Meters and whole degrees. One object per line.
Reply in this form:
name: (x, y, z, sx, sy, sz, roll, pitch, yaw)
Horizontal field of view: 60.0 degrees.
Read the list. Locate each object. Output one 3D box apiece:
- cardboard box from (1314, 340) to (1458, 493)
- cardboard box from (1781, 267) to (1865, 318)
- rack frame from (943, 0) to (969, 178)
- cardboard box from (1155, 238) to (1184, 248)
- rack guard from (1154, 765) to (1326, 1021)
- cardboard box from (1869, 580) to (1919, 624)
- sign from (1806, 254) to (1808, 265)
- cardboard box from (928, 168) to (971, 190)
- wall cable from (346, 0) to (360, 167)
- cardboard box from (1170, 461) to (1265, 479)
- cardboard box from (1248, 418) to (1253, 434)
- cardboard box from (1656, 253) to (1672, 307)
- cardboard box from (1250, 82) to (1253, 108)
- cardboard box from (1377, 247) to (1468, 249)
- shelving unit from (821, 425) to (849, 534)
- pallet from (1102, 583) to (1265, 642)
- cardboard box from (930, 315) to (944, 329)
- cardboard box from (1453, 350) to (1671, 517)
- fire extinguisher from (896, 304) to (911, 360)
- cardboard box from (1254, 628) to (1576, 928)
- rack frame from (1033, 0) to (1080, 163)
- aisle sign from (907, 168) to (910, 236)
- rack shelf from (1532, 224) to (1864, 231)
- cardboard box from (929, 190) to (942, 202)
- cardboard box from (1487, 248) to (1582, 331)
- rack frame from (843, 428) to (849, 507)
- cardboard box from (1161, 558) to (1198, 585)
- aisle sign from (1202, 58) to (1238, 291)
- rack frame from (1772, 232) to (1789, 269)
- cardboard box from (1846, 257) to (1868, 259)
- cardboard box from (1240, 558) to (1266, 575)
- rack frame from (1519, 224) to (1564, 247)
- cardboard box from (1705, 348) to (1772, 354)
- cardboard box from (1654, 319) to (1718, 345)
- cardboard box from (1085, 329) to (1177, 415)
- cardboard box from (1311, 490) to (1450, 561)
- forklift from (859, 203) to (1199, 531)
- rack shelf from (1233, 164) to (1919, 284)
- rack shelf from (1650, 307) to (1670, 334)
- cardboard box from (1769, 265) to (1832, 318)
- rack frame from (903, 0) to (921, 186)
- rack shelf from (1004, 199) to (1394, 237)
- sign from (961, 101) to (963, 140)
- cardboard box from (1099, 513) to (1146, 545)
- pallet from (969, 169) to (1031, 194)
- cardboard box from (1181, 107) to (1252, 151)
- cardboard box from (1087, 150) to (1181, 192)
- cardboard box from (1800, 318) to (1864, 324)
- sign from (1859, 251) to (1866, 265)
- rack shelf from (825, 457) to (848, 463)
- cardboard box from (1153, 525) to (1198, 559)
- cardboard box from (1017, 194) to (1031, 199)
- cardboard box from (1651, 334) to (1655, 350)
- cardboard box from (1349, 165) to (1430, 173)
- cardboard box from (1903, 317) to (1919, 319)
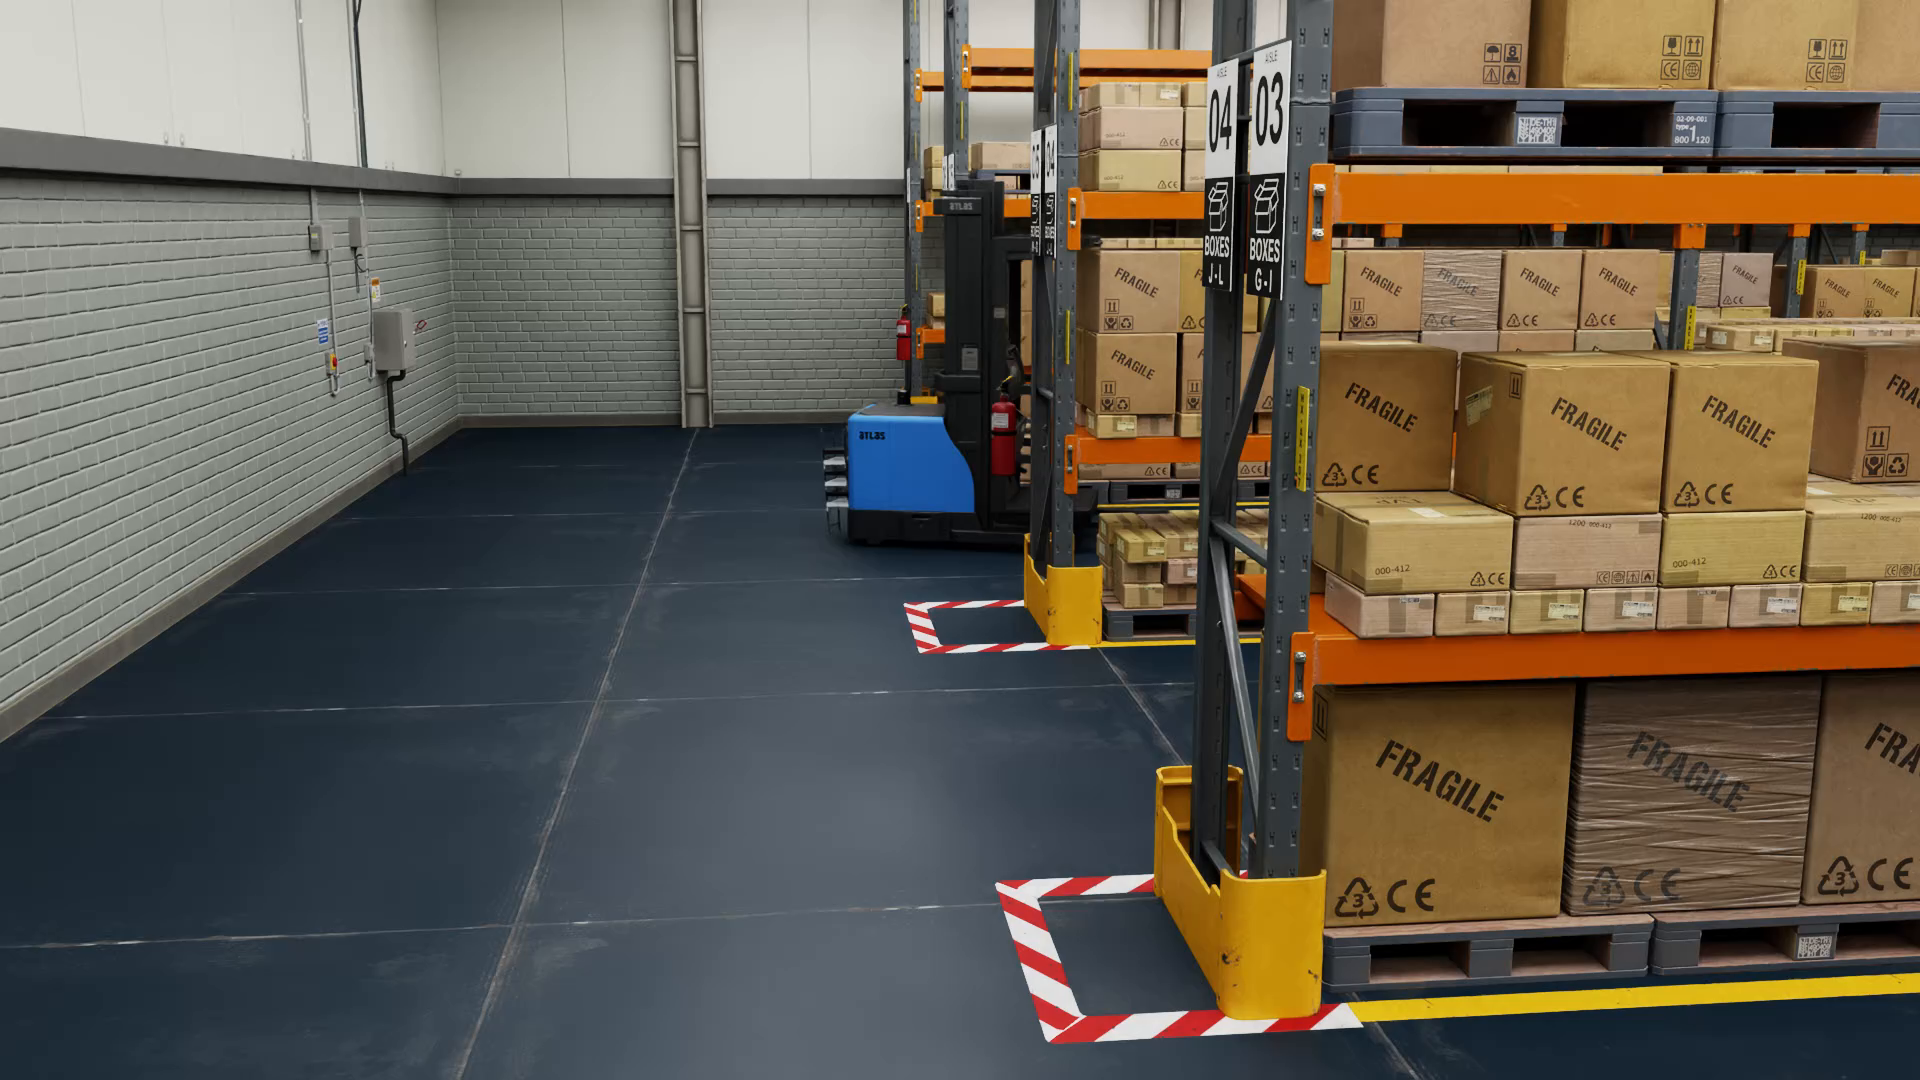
cardboard box: (1.487, -0.465, 6.131, 0.500, 0.500, 0.500, -1, 11, -5)
cardboard box: (8.386, -2.397, 16.168, 0.500, 0.500, 0.500, -2, 11, -8)
rack frame: (-0.039, -4.808, 14.998, 0.127, 3.000, 1.000, -1, 11, -6)
cardboard box: (1.890, -2.701, 15.299, 0.250, 0.149, 0.380, -1, 11, -7)
rack guard: (1.007, 1.263, 6.149, 0.348, 0.500, 1.175, -1, 11, -6)
cardboard box: (3.209, 0.177, 5.844, 0.250, 0.149, 0.380, -1, 11, -5)
sign: (11.289, -3.637, 22.140, 0.005, 0.325, 0.100, -1, 11, -6)
cardboard box: (-0.109, -4.318, 19.895, 0.500, 0.250, 0.500, -1, 11, -7)
wall cable: (-5.743, -4.780, 14.855, 0.029, 3.000, 2.355, -1, 11, -6)
cardboard box: (2.411, -0.886, 16.150, 0.875, 0.438, 0.875, -2, 11, -8)
cardboard box: (1.718, -0.778, 10.703, 0.250, 0.149, 0.380, -1, 11, -3)
cardboard box: (6.424, -2.489, 15.900, 0.500, 0.500, 0.500, -1, 11, -6)
cardboard box: (1.717, -2.718, 10.202, 0.250, 0.149, 0.380, -1, 11, -5)
cardboard box: (3.079, -1.705, 11.145, 0.500, 0.500, 0.500, -1, 11, -5)
shelving unit: (5.613, -1.312, 9.524, 15.806, 3.379, 3.753, 1, 11, 21)
pallet: (1.483, 0.439, 11.088, 1.213, 0.211, 1.003, -1, 11, -6)
cardboard box: (-0.223, -2.647, 20.210, 0.250, 0.149, 0.380, -1, 11, -7)
cardboard box: (2.034, -0.373, 5.664, 0.500, 0.500, 0.500, -1, 11, -7)
fire extinguisher: (-0.676, -2.504, 19.996, 0.183, 0.674, 0.296, -1, 11, -6)
cardboard box: (1.658, 0.844, 6.220, 0.875, 0.875, 0.875, -1, 11, -6)
rack frame: (0.596, -3.861, 10.180, 0.127, 3.000, 1.000, -1, 11, -6)
aisle sign: (-0.615, -4.034, 19.874, 0.004, 0.787, 0.394, -1, 11, -6)
rack shelf: (9.362, -4.144, 21.258, 4.000, 0.370, 1.077, -1, 11, -6)
cardboard box: (-0.237, -4.127, 19.960, 0.250, 0.149, 0.380, -1, 11, -5)
cardboard box: (3.621, -1.613, 10.674, 0.500, 0.500, 0.500, -2, 11, -8)
rack frame: (-0.908, -0.509, 14.069, 0.006, 0.900, 0.240, 1, 11, 21)
cardboard box: (1.423, 0.173, 10.744, 0.250, 0.149, 0.380, -1, 11, -6)
aisle sign: (0.927, -1.296, 5.944, 0.004, 0.787, 0.394, -1, 11, -6)
rack frame: (7.913, -2.032, 16.428, 0.053, 2.616, 0.949, -1, 11, -6)
cardboard box: (11.889, -3.642, 21.904, 0.250, 0.149, 0.380, -2, 11, -8)
cardboard box: (1.923, 0.166, 10.777, 0.250, 0.149, 0.380, -1, 11, -4)
rack frame: (7.374, -2.983, 21.266, 0.127, 3.000, 1.000, -1, 11, -6)
cardboard box: (5.014, -1.150, 10.731, 0.250, 0.149, 0.380, -1, 11, -5)
cardboard box: (4.950, -1.421, 11.342, 0.250, 0.149, 0.380, -1, 11, -3)
cardboard box: (1.072, -1.069, 10.499, 0.500, 0.500, 0.500, -1, 11, -3)
cardboard box: (1.484, -0.098, 6.206, 0.500, 0.250, 0.500, -1, 11, -7)
forklift: (3.339, -3.141, 16.344, 9.138, 5.209, 7.864, 2, 11, 8)
rack shelf: (3.019, -1.125, 5.902, 4.000, 0.370, 1.077, -1, 11, -6)
rack shelf: (6.444, -2.118, 15.960, 0.513, 0.250, 0.513, -1, 11, -6)
cardboard box: (8.336, -2.495, 16.665, 0.500, 0.500, 0.500, -2, 11, -8)
rack frame: (-0.579, -5.760, 19.840, 0.127, 3.000, 1.000, -1, 11, -6)
rack shelf: (1.949, -3.025, 15.569, 4.000, 0.370, 1.077, -1, 11, -6)
sign: (0.015, -3.698, 14.654, 0.005, 0.325, 0.100, -1, 11, -6)
cardboard box: (1.095, -0.076, 11.239, 0.250, 0.149, 0.380, -1, 11, -5)
pallet: (0.697, -3.310, 15.385, 1.213, 0.211, 1.003, -1, 11, -6)
cardboard box: (1.579, -2.531, 10.285, 0.500, 0.250, 0.500, -1, 11, -7)
cardboard box: (1.070, -2.276, 10.282, 0.529, 0.250, 0.529, -1, 11, -7)
cardboard box: (5.980, -1.442, 11.448, 0.250, 0.149, 0.380, -2, 11, -8)
sign: (11.419, -3.492, 21.058, 0.005, 0.325, 0.100, -1, 11, -6)
rack shelf: (5.599, -1.607, 9.462, 15.796, 2.775, 3.734, 1, 11, 21)
cardboard box: (1.414, 0.009, 10.807, 0.250, 0.149, 0.380, -1, 11, -5)
cardboard box: (0.796, -4.132, 19.985, 0.250, 0.149, 0.380, -1, 11, -6)
cardboard box: (6.431, -1.876, 16.025, 0.500, 0.250, 0.500, -1, 11, -7)
cardboard box: (8.243, -2.977, 13.463, 12.308, 0.399, 5.552, -1, 11, -6)
cardboard box: (6.762, -1.459, 11.532, 0.250, 0.149, 0.380, -1, 11, -4)
